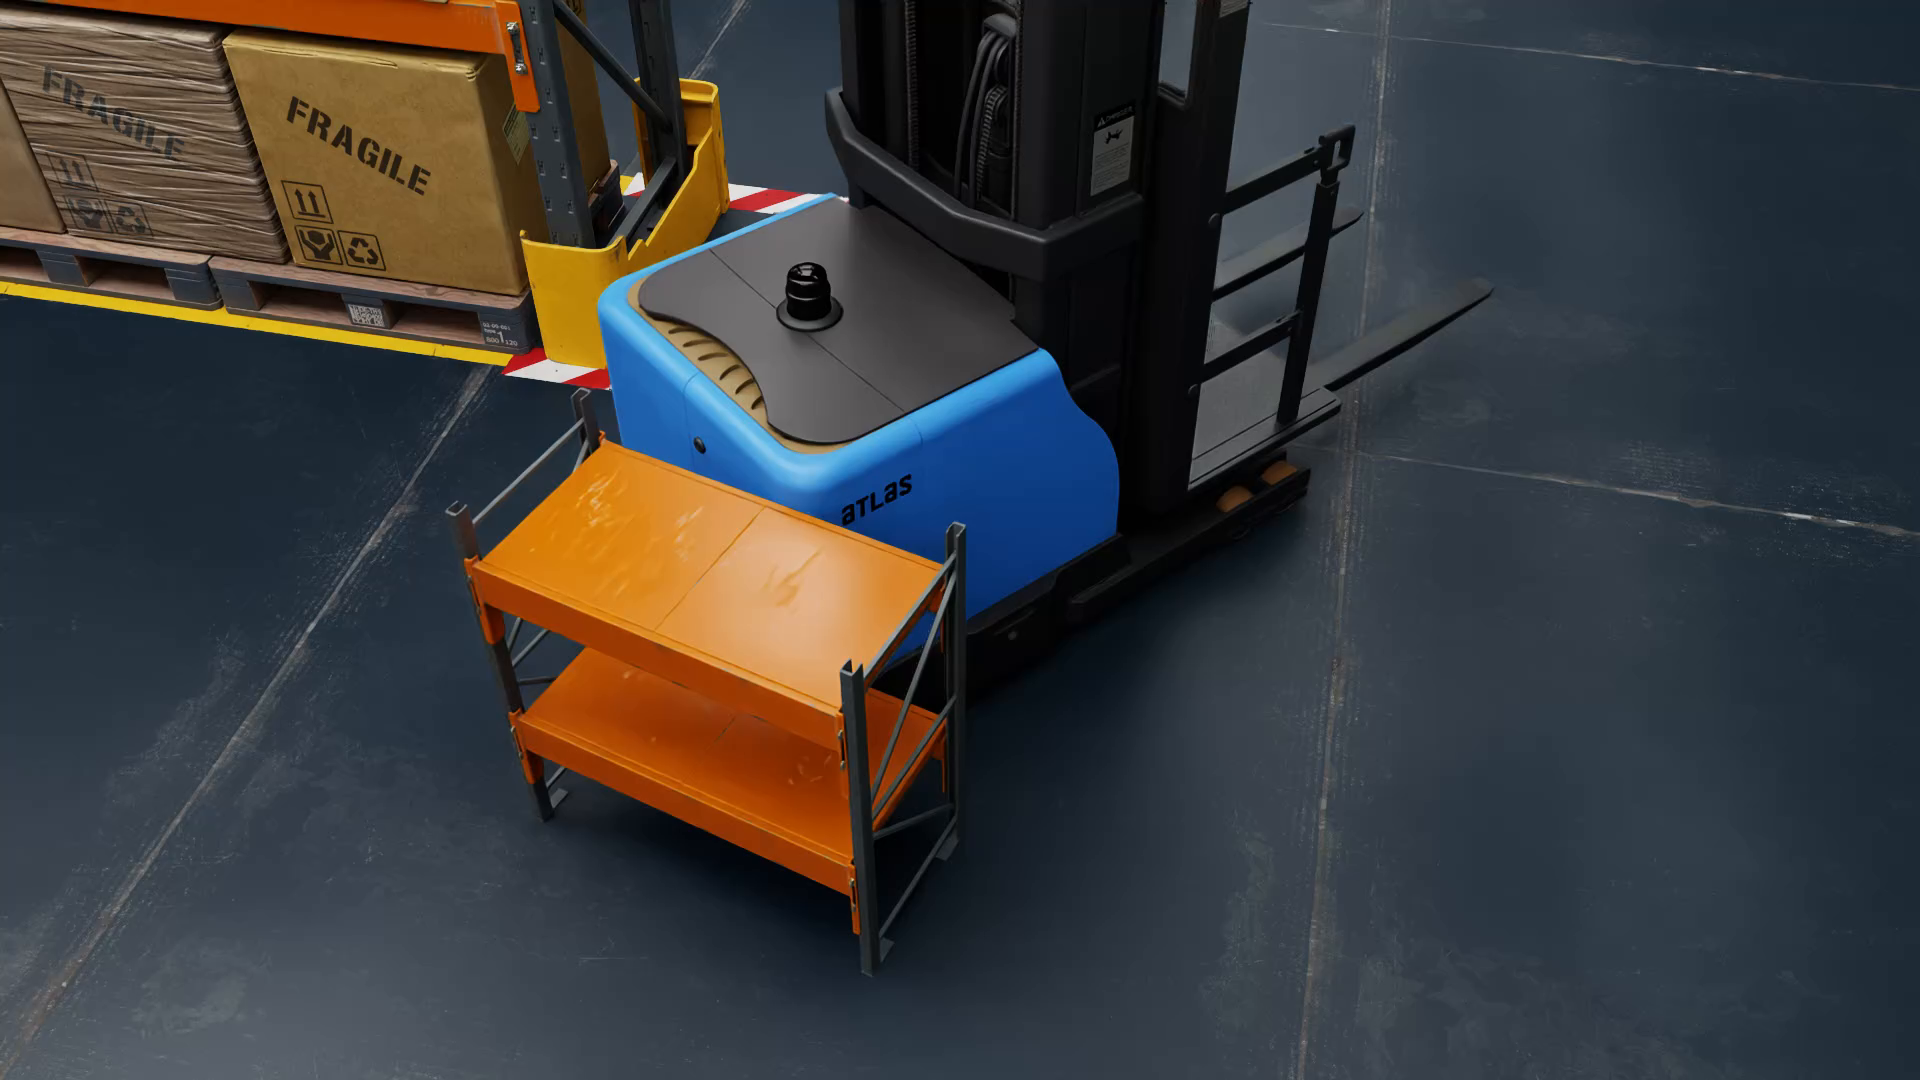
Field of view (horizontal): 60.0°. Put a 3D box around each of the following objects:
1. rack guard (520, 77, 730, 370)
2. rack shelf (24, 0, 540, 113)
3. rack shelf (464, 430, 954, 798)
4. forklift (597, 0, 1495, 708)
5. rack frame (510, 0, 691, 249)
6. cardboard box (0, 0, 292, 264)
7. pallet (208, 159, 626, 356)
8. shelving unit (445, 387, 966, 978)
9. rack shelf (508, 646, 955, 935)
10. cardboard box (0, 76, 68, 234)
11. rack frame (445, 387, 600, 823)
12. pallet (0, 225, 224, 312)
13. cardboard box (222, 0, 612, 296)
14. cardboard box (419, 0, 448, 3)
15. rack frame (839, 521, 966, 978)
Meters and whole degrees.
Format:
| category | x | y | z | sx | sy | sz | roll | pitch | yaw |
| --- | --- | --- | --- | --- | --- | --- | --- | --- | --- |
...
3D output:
| category | x | y | z | sx | sy | sz | roll | pitch | yaw |
| --- | --- | --- | --- | --- | --- | --- | --- | --- | --- |
| rack guard | -1.200 | -1.189 | 6.125 | 0.348 | 0.500 | 1.175 | 9 | 45 | 9 |
| rack shelf | -3.175 | -2.137 | 5.826 | 4.000 | 0.370 | 1.077 | 9 | 45 | 9 |
| rack shelf | -0.565 | 0.147 | 3.864 | 1.000 | 0.278 | 0.538 | 20 | 47 | 20 |
| forklift | 0.492 | -1.322 | 4.510 | 3.031 | 2.935 | 1.130 | -29 | 51 | -27 |
| rack frame | -1.224 | -2.094 | 5.262 | 0.127 | 3.000 | 1.000 | 9 | 45 | 9 |
| cardboard box | -2.754 | -1.660 | 6.041 | 0.875 | 0.875 | 0.875 | 9 | 45 | 9 |
| pallet | -2.021 | -1.157 | 6.300 | 1.213 | 0.211 | 1.003 | 9 | 45 | 9 |
| shelving unit | -0.565 | 0.358 | 4.067 | 1.048 | 1.125 | 0.538 | 20 | 47 | 20 |
| rack shelf | -0.565 | 0.534 | 4.237 | 1.000 | 0.278 | 0.538 | 20 | 47 | 20 |
| cardboard box | -3.622 | -1.795 | 6.181 | 0.875 | 0.875 | 0.875 | 9 | 45 | 9 |
| rack frame | -1.016 | 0.195 | 4.237 | 0.032 | 1.125 | 0.500 | 20 | 47 | 20 |
| pallet | -3.208 | -1.343 | 6.493 | 1.213 | 0.211 | 1.003 | 9 | 45 | 9 |
| cardboard box | -1.866 | -1.522 | 5.898 | 0.875 | 0.875 | 0.875 | 9 | 45 | 9 |
| cardboard box | -1.643 | -1.834 | 5.174 | 0.250 | 0.149 | 0.380 | 10 | 45 | 10 |
| rack frame | -0.115 | 0.521 | 3.897 | 0.032 | 1.125 | 0.500 | 20 | 47 | 20 |
